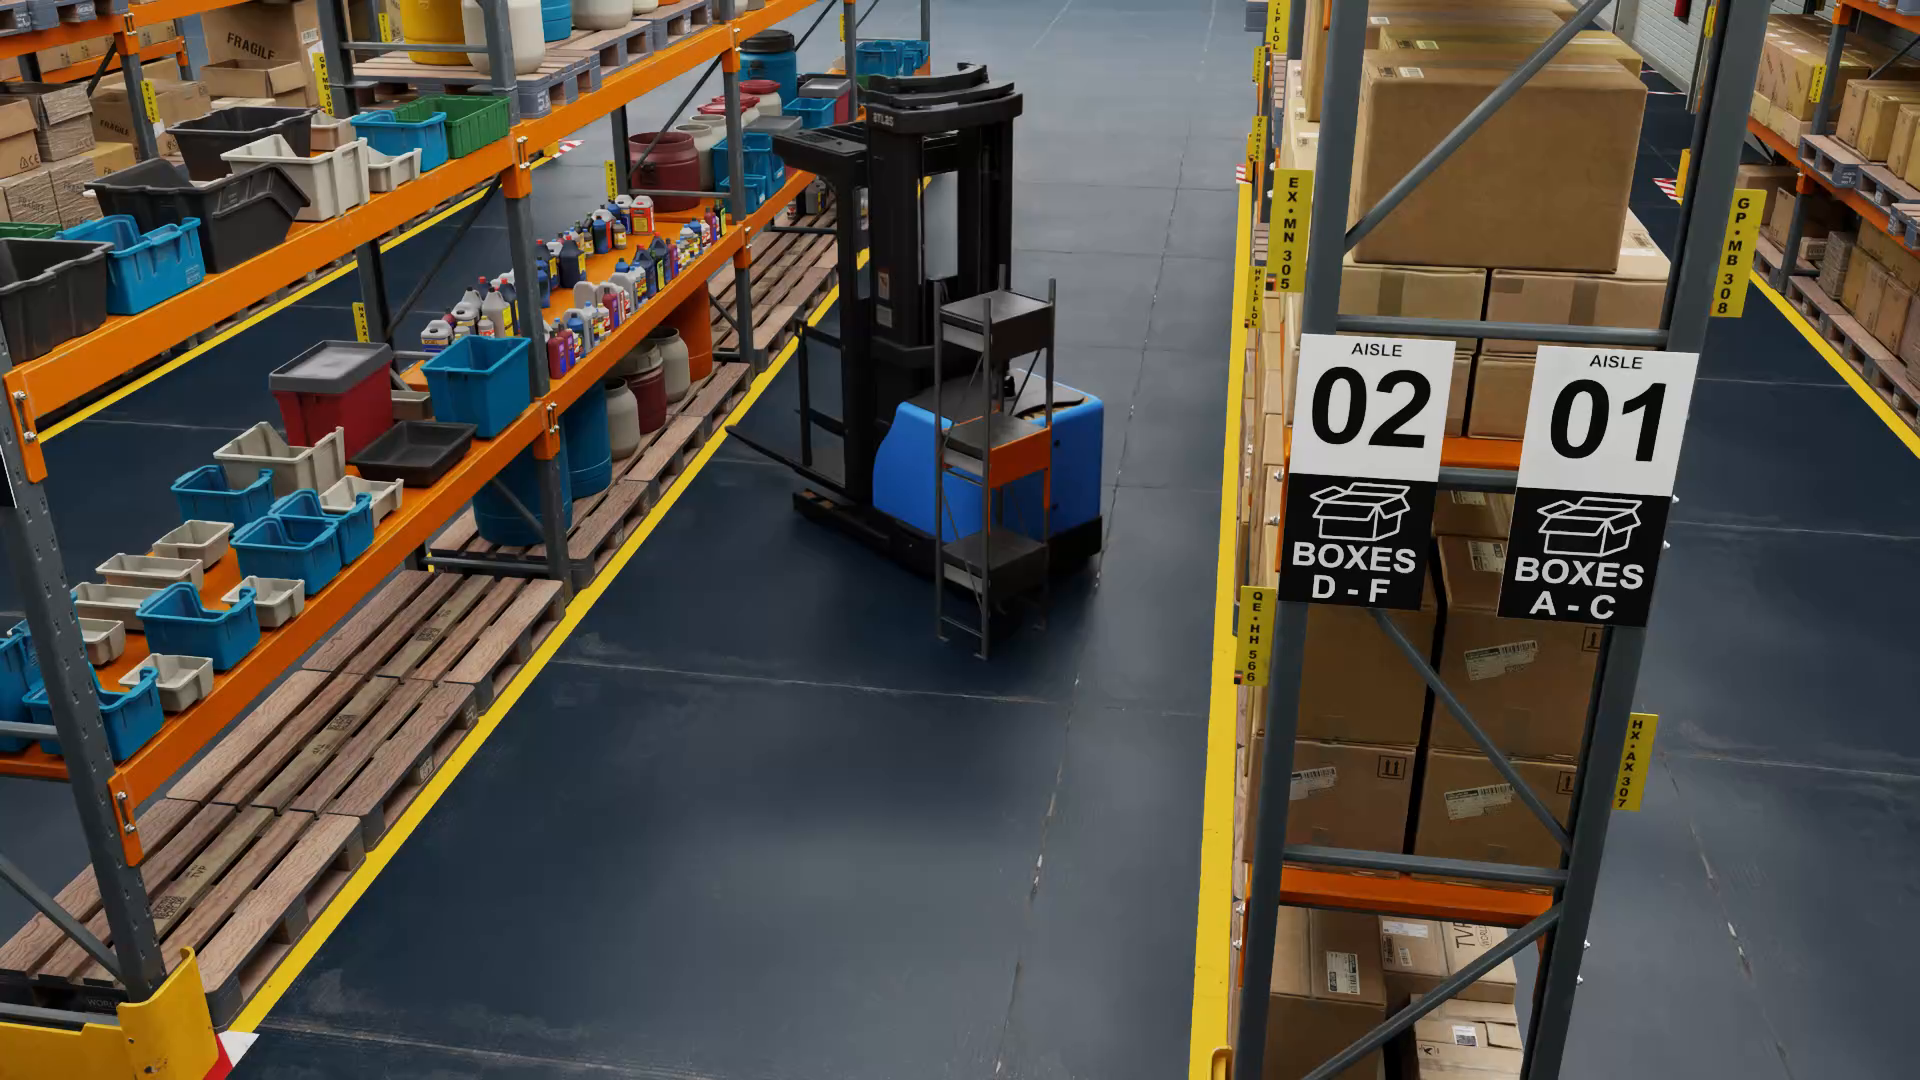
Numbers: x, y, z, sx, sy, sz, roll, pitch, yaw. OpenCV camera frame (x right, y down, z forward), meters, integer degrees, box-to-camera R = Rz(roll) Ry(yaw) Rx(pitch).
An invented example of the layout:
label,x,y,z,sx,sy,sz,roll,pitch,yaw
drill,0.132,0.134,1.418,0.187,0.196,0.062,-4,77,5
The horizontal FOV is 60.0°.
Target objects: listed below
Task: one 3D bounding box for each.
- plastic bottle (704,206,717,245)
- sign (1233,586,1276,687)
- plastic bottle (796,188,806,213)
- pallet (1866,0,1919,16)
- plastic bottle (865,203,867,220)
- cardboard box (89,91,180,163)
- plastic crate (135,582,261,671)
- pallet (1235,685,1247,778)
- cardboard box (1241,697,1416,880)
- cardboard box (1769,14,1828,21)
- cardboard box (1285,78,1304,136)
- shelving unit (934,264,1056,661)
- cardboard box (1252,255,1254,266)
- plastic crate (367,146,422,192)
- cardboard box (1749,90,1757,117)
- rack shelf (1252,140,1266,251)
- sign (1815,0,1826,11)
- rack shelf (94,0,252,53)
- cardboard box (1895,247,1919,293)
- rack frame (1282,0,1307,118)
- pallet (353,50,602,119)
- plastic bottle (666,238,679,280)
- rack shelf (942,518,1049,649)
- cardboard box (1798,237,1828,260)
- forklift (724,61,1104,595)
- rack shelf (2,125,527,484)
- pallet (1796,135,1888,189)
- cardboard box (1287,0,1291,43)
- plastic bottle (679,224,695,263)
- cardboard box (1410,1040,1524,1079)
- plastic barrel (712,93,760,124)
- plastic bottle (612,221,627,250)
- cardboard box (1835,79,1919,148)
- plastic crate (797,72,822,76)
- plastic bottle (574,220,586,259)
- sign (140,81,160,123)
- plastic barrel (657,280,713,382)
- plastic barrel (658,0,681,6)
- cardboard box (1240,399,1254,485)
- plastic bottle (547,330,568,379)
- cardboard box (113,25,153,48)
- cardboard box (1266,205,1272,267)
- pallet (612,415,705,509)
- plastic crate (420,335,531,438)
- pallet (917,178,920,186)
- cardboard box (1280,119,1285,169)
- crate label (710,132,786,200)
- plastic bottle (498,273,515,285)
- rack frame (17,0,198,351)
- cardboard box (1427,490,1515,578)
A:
label,x,y,z,sx,sy,sz,roll,pitch,yaw
plastic bottle,-1.855,-2.344,12.357,0.061,0.283,0.133,4,25,9
sign,0.862,0.284,4.866,0.100,0.325,0.005,4,25,9
plastic bottle,-1.698,-3.654,17.624,0.144,0.351,0.185,3,25,7
pallet,7.883,-4.267,13.012,1.213,0.211,1.003,4,25,9
plastic bottle,-1.018,-3.442,17.348,0.097,0.201,0.097,0,25,0
cardboard box,-7.010,-3.499,14.075,0.500,0.500,0.500,1,25,2
plastic crate,-3.007,0.347,6.598,0.416,0.233,0.300,4,25,9
pallet,1.947,0.876,8.630,1.003,0.211,1.213,4,25,9
cardboard box,1.211,0.747,5.498,0.500,0.500,0.500,5,26,10
cardboard box,9.041,-5.421,18.061,0.500,0.500,0.500,4,25,8
cardboard box,1.655,-1.796,7.098,0.500,0.250,0.500,4,25,9
shelving unit,0.184,-0.408,9.144,0.503,2.100,0.431,-23,33,-39
cardboard box,2.804,-2.421,14.470,0.500,0.311,0.500,5,25,10
plastic crate,-2.659,-1.700,7.617,0.293,0.136,0.466,4,25,9
cardboard box,8.271,-4.469,16.912,0.500,0.250,0.500,4,25,9
rack shelf,3.040,-2.858,14.166,1.077,0.370,4.000,4,25,9
sign,9.453,-5.972,18.233,0.100,0.325,0.005,4,25,9
rack shelf,-6.732,-4.905,15.000,1.077,0.370,4.000,4,25,9
cardboard box,7.902,-2.167,13.386,0.500,0.250,0.500,4,25,8
rack frame,2.060,-3.392,7.381,1.000,3.000,0.127,4,25,9
pallet,-2.795,-2.627,9.508,1.213,0.211,1.003,4,25,9
plastic bottle,-2.005,-1.963,11.542,0.061,0.283,0.133,4,25,9
rack shelf,0.183,0.239,9.447,0.480,0.518,0.431,-23,33,-39
cardboard box,8.313,-2.821,16.061,0.380,0.166,0.250,1,25,2
forklift,-0.458,-1.545,10.593,1.130,2.935,3.031,-20,32,-36
rack shelf,-3.153,-1.216,7.119,1.077,0.370,4.000,4,25,9
pallet,7.987,-3.282,14.450,1.003,0.211,1.213,4,25,9
cardboard box,2.676,-3.566,11.175,0.910,0.500,0.500,4,25,9
plastic bottle,-1.956,-2.129,11.912,0.097,0.271,0.097,0,25,0
cardboard box,1.814,1.939,5.913,0.380,0.149,0.250,4,25,9
plastic barrel,-2.011,-3.735,15.031,0.433,0.535,0.433,0,25,0
plastic bottle,-2.512,-2.249,12.251,0.097,0.201,0.097,0,25,0
cardboard box,8.138,-3.713,14.507,0.700,0.500,0.500,4,25,9
plastic crate,-1.606,-4.779,17.598,0.499,0.251,0.616,4,25,9
plastic bottle,-2.742,-2.138,11.917,0.061,0.283,0.133,4,25,9
sign,-6.511,-3.523,13.372,0.100,0.325,0.005,4,25,9
plastic barrel,-2.236,-1.694,12.895,0.600,0.830,0.708,4,25,9
plastic barrel,-2.268,-4.198,11.641,0.600,0.830,0.708,4,25,9
cardboard box,2.110,-0.597,10.916,0.500,0.500,0.500,3,25,7
plastic bottle,-2.345,-1.090,9.679,0.061,0.283,0.133,4,25,9
cardboard box,-10.713,-6.445,20.804,0.875,0.550,0.550,4,25,9
cardboard box,2.384,-1.942,10.748,0.700,0.500,0.500,9,27,18
pallet,-2.462,-0.588,11.757,1.003,0.211,1.213,4,25,9
plastic crate,-2.566,-0.820,8.912,0.392,0.384,0.575,4,25,9
pallet,-0.969,-4.401,19.903,1.003,0.211,1.213,4,25,9
cardboard box,1.736,-1.779,7.651,0.500,0.250,0.500,4,25,9
crate label,-1.743,-3.105,13.804,0.502,0.435,0.616,4,25,9
plastic bottle,-2.917,-1.570,10.713,0.152,0.276,0.135,4,25,9
rack frame,-7.059,-3.035,13.696,1.000,3.000,0.127,4,25,9
cardboard box,1.817,0.114,5.671,0.500,0.500,0.500,4,25,9
